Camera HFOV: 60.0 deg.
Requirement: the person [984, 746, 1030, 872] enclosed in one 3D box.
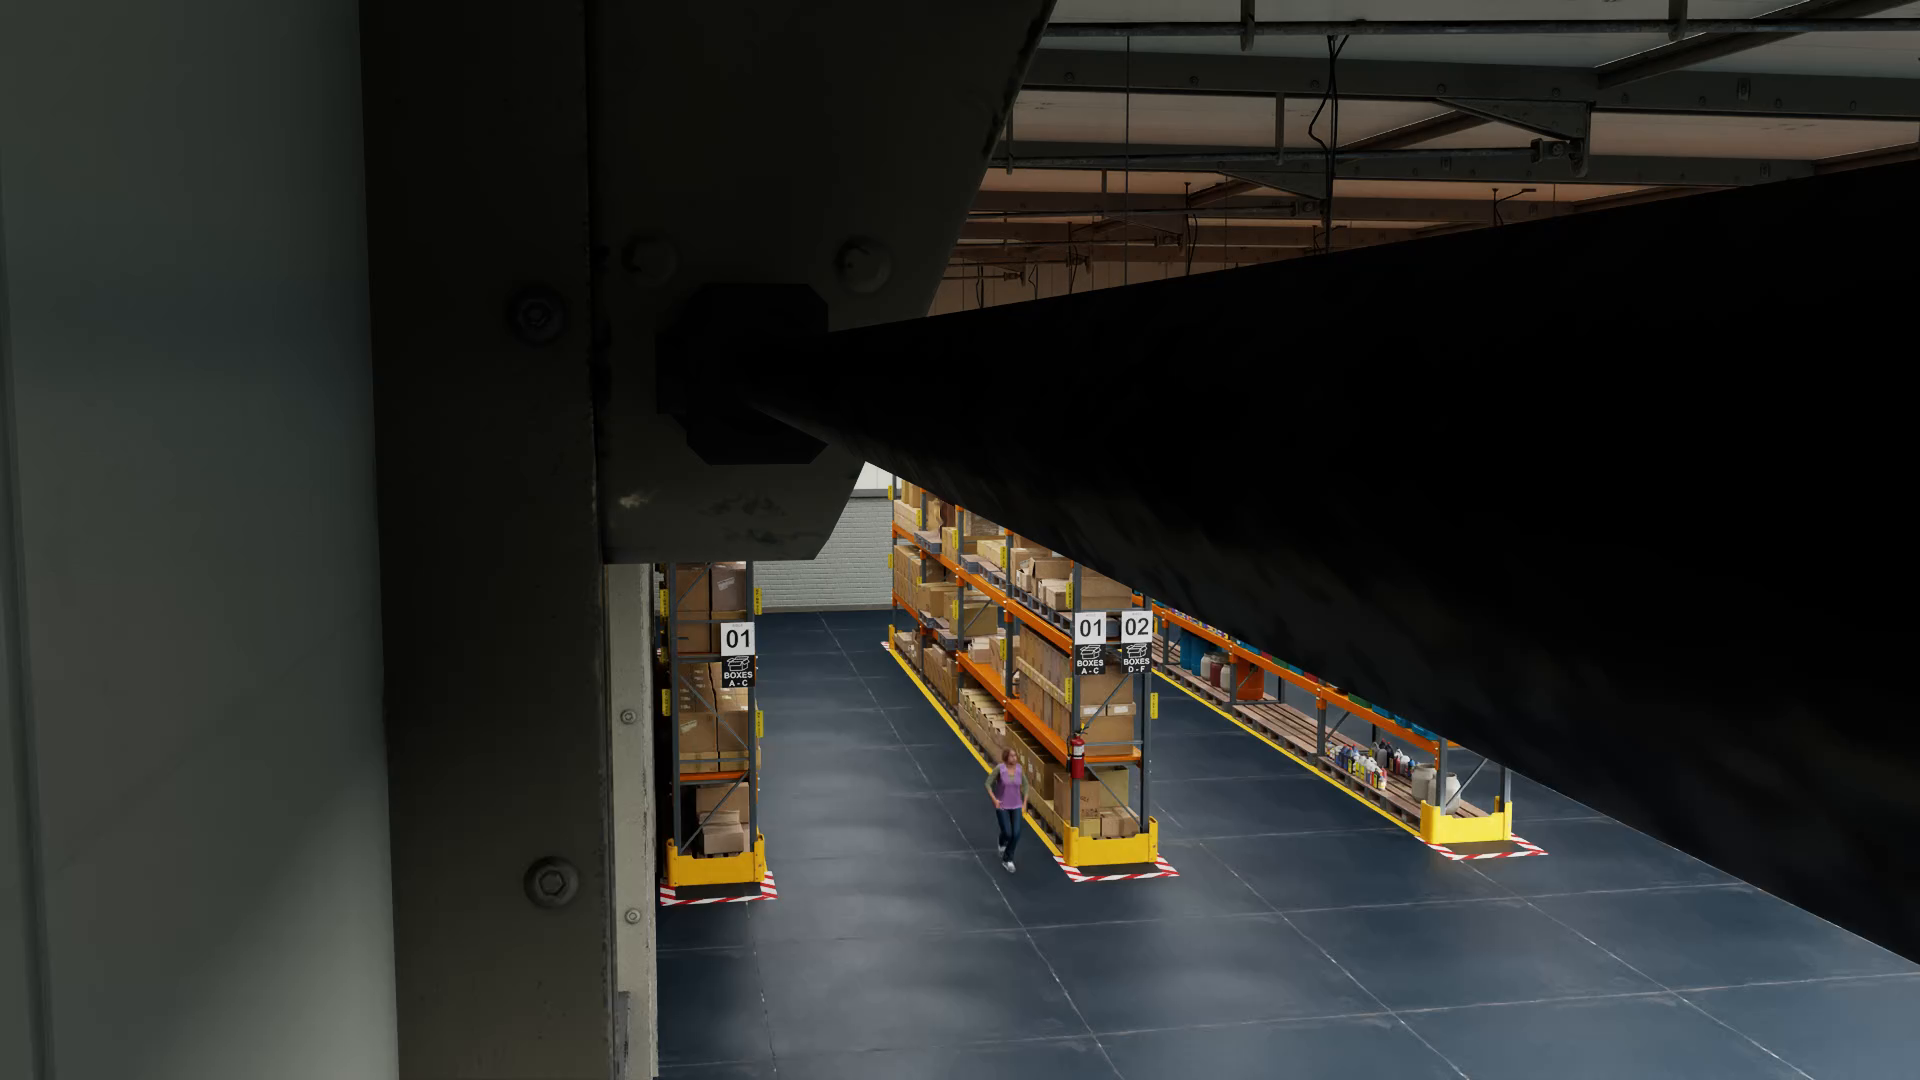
[{"bbox_3d":[0.604,3.339,20.685,0.569,1.573,0.493,-2,6,-14],"label":"person"}]
